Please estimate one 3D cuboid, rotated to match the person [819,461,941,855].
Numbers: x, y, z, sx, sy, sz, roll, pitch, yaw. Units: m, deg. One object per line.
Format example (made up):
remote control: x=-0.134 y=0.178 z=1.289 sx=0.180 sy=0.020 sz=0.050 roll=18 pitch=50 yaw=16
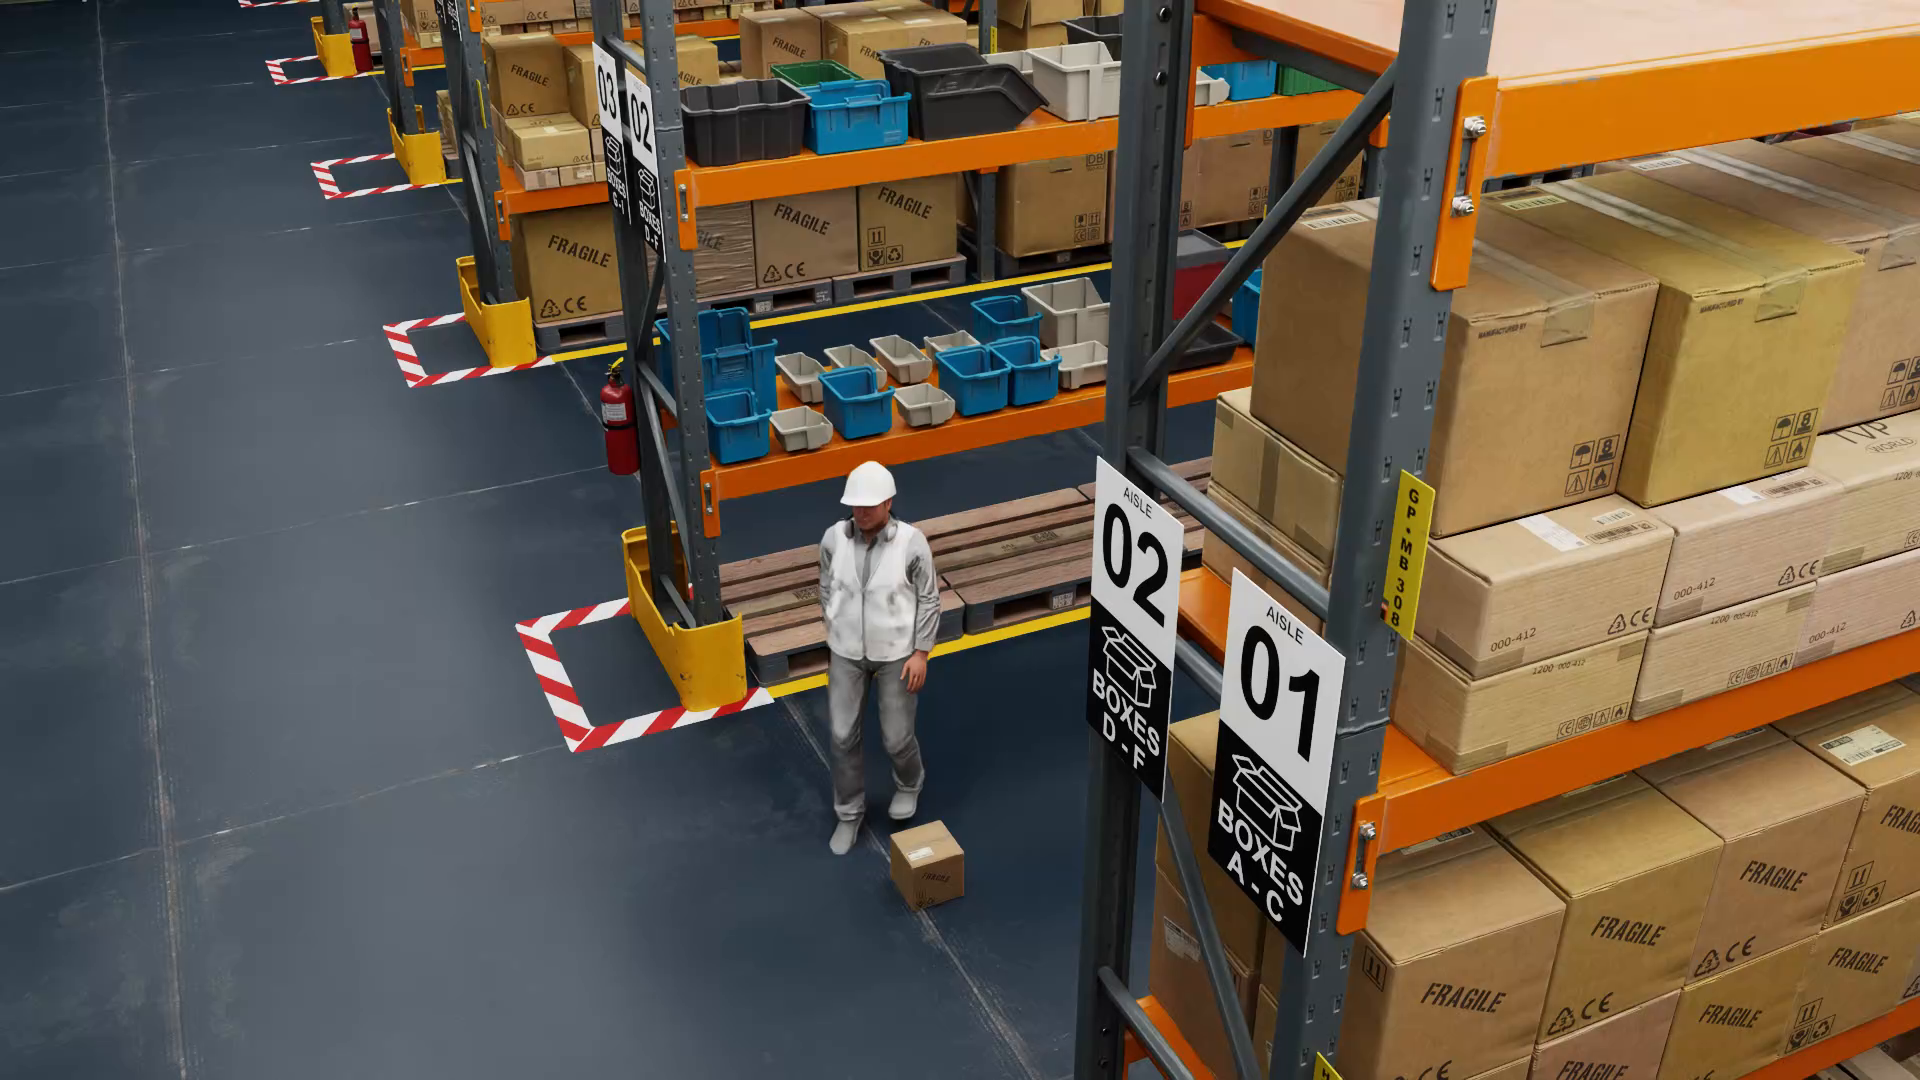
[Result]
person: x=-0.402 y=0.561 z=7.483 sx=0.588 sy=1.813 sz=0.650 roll=6 pitch=30 yaw=11
